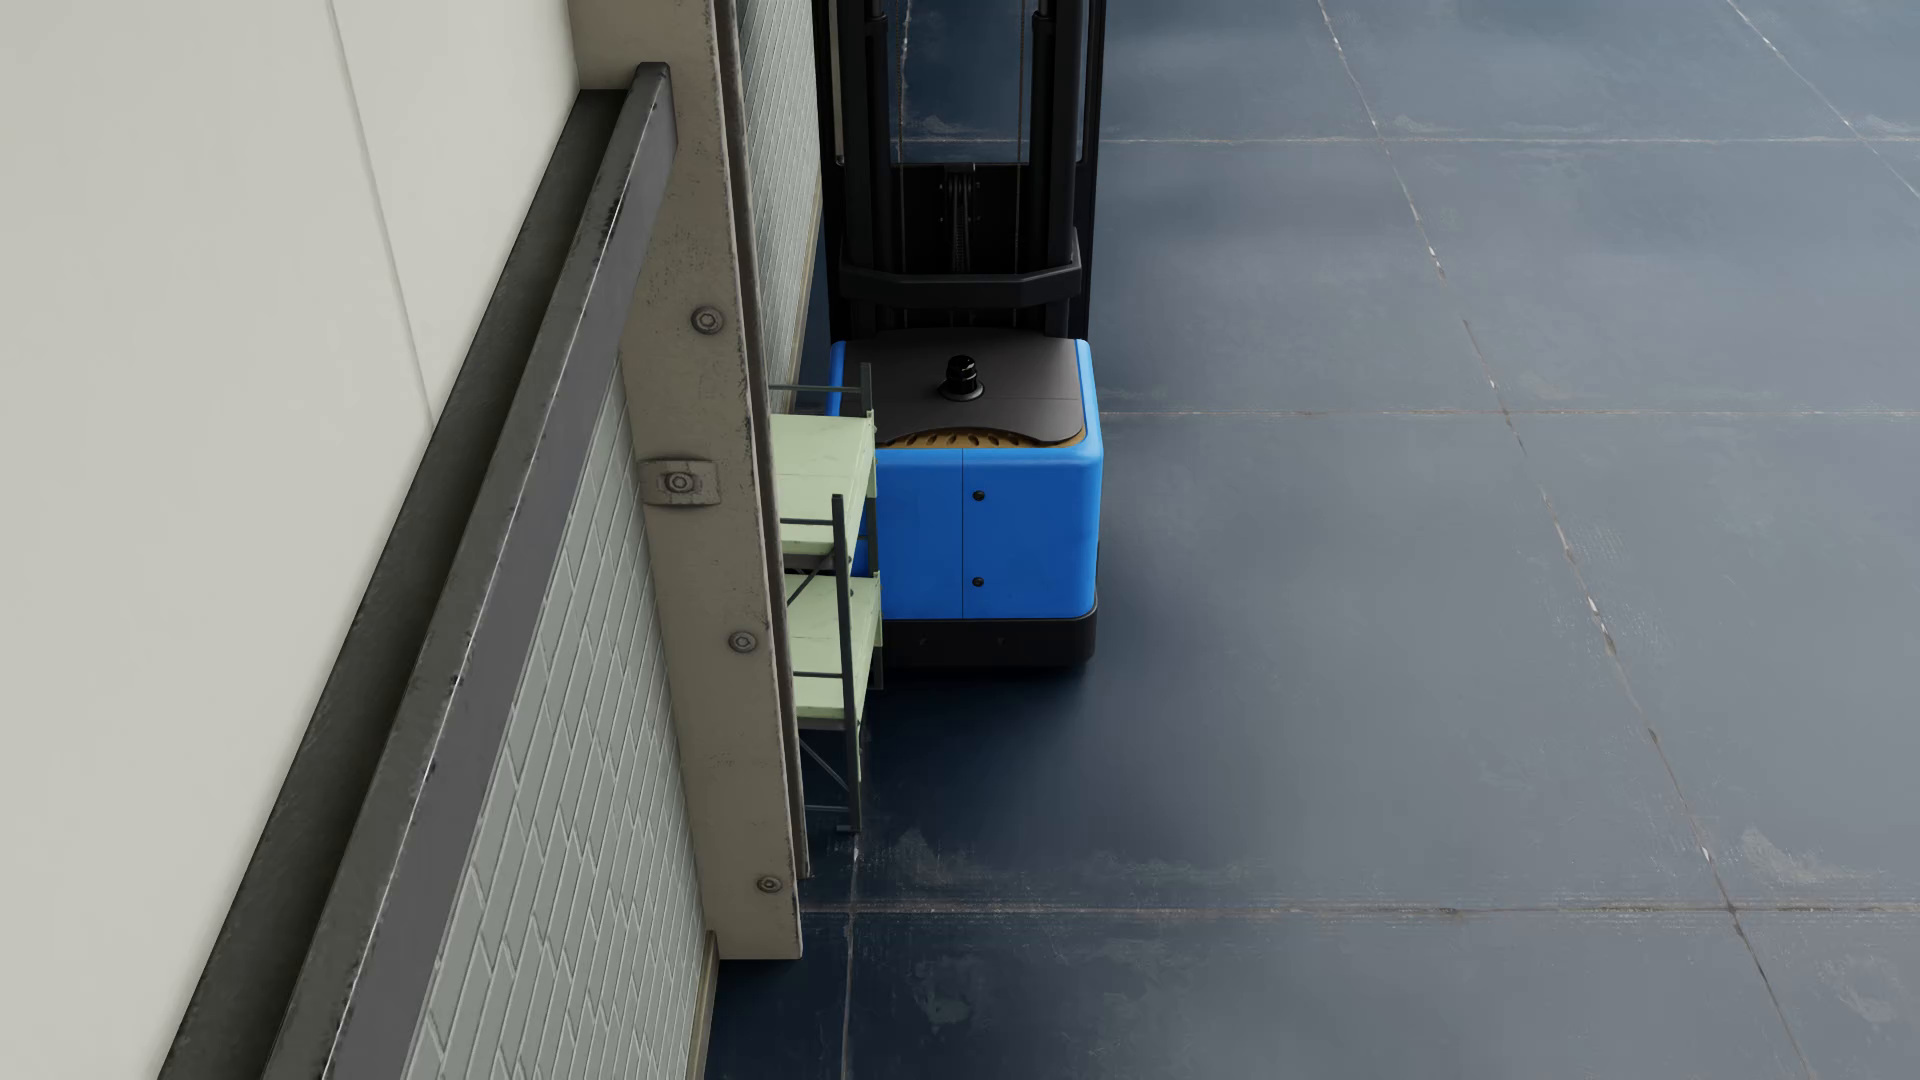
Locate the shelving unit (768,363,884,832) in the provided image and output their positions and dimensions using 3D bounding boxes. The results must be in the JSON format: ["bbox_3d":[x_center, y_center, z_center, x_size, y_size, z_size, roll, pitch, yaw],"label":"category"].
[{"bbox_3d":[-0.527,0.216,5.781,0.431,1.500,0.755,3,39,3],"label":"shelving unit"}]

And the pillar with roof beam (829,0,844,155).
[{"bbox_3d":[3.617,-6.002,7.543,9.100,9.000,0.400,0,39,0],"label":"pillar with roof beam"}]

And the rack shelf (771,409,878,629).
[{"bbox_3d":[-0.527,-0.088,5.537,0.431,0.370,0.720,3,39,3],"label":"rack shelf"}]

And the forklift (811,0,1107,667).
[{"bbox_3d":[-0.007,-1.538,6.825,1.130,2.935,3.031,0,39,-1],"label":"forklift"}]

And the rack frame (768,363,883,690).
[{"bbox_3d":[-0.501,-0.012,6.066,0.400,1.500,0.023,3,39,3],"label":"rack frame"}]

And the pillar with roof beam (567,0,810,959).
[{"bbox_3d":[3.624,-2.249,2.861,9.100,9.000,0.400,0,39,0],"label":"pillar with roof beam"}]

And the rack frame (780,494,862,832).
[{"bbox_3d":[-0.553,0.445,5.496,0.400,1.500,0.023,3,39,3],"label":"rack frame"}]

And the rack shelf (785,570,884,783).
[{"bbox_3d":[-0.527,0.471,5.985,0.431,0.370,0.720,3,39,3],"label":"rack shelf"}]
